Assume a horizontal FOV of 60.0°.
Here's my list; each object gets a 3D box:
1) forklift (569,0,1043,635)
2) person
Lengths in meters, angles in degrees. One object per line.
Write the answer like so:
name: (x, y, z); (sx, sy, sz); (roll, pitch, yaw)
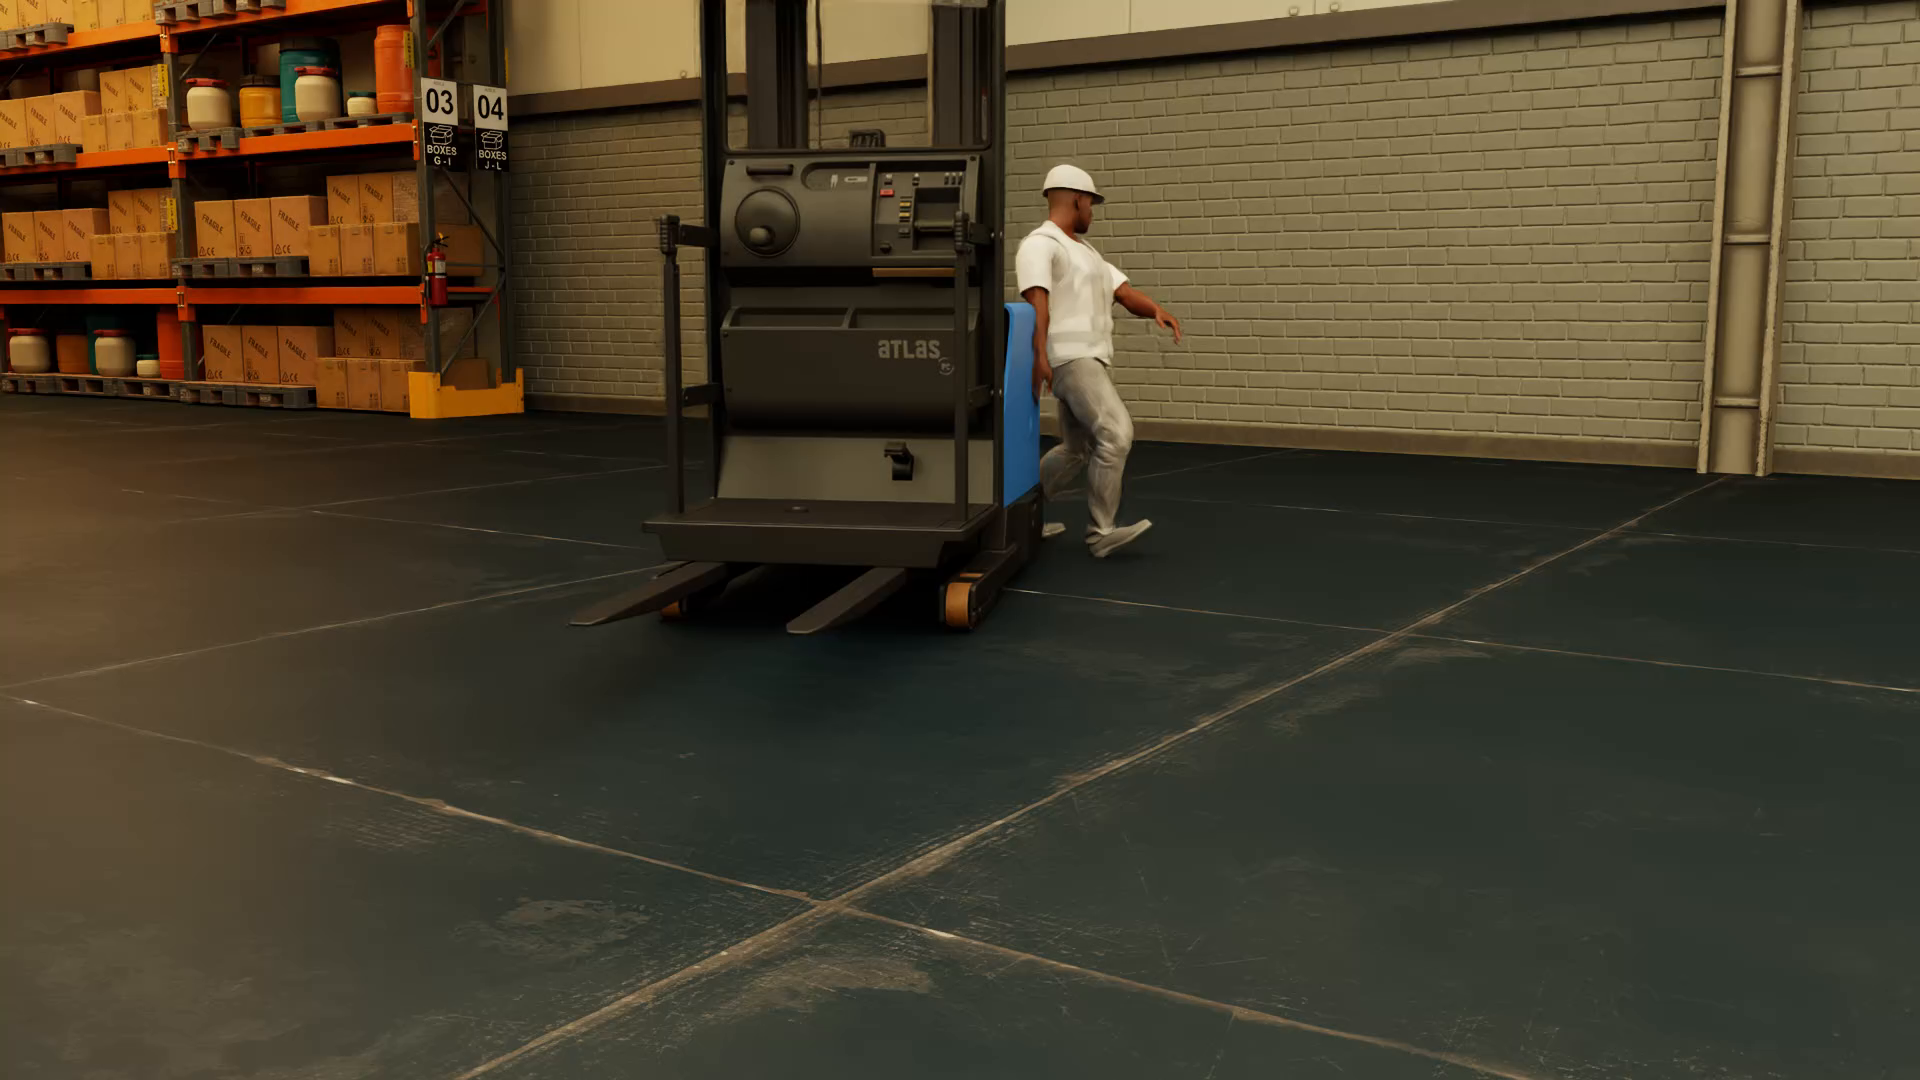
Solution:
forklift: (-0.431, -1.207, 5.681); (1.130, 2.935, 3.031); (2, 8, 11)
person: (0.511, -0.765, 7.134); (0.859, 1.687, 0.758); (3, 8, 17)
